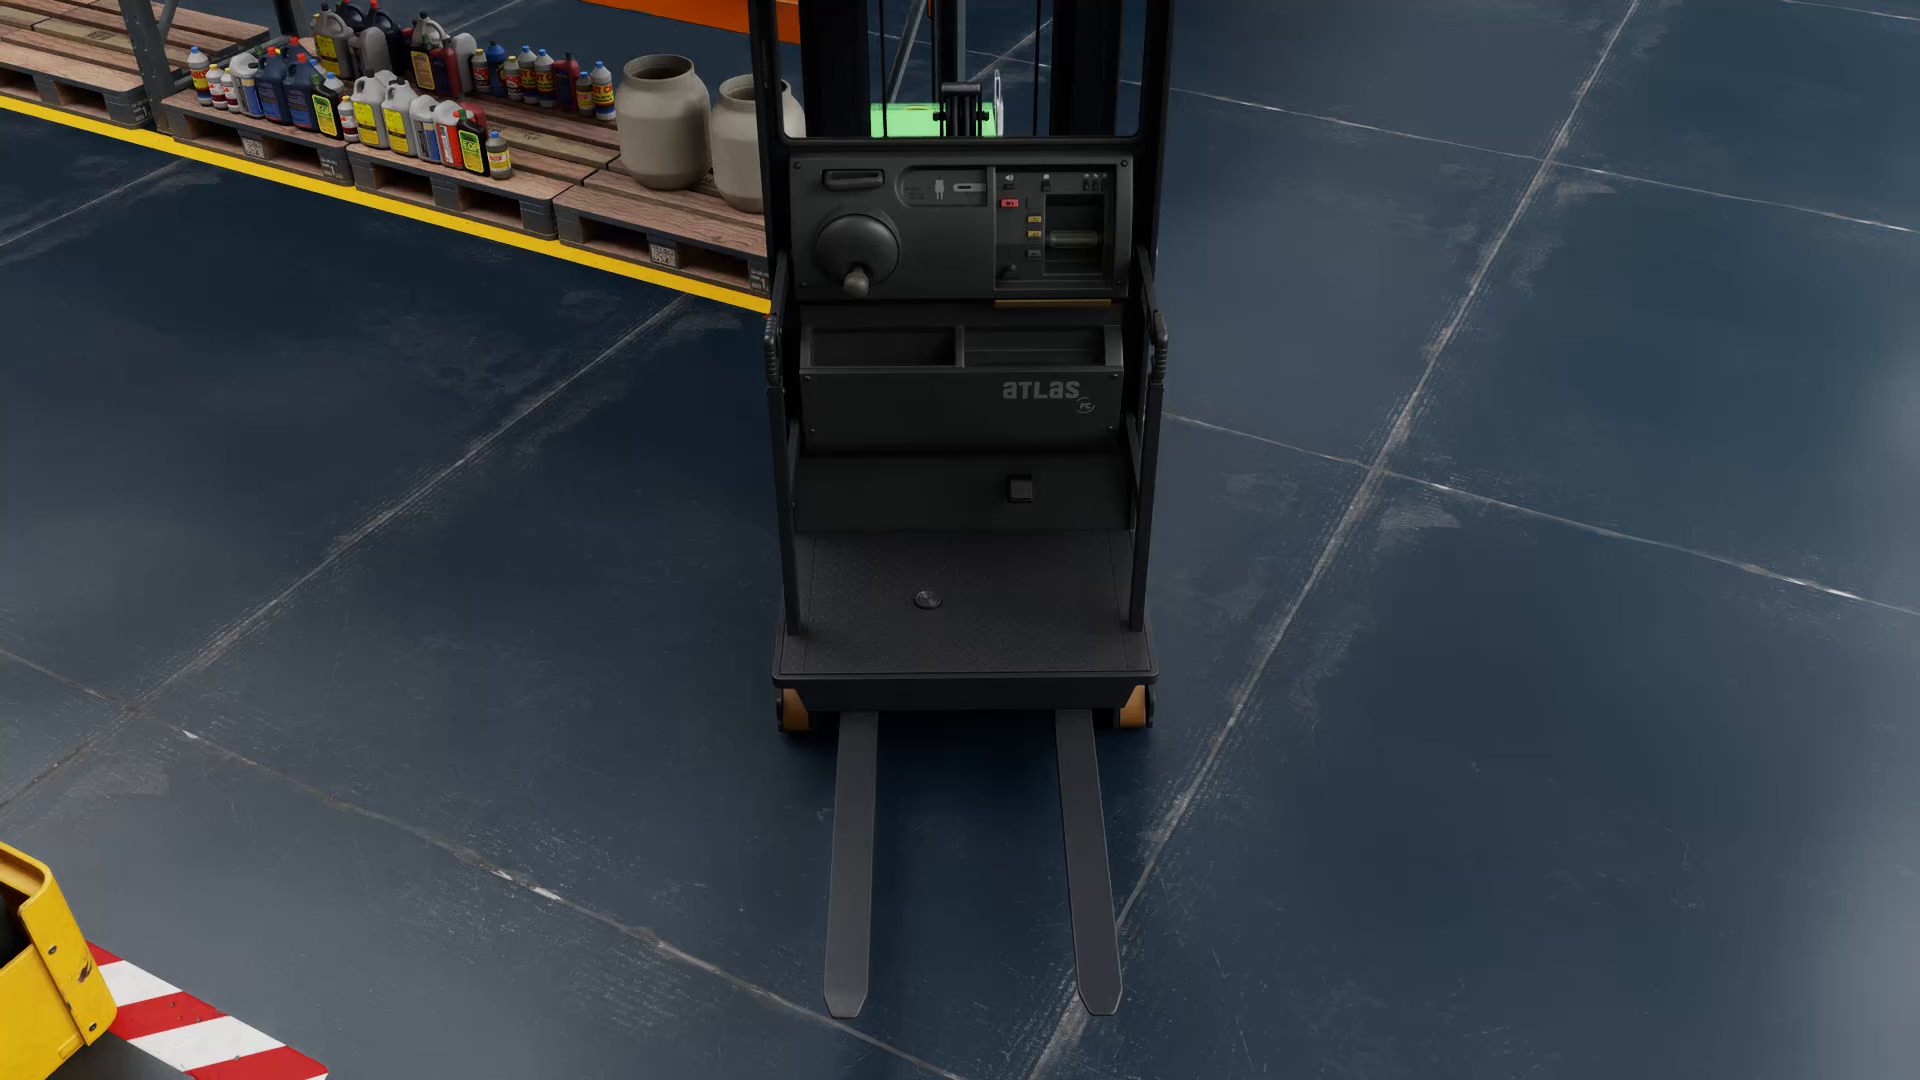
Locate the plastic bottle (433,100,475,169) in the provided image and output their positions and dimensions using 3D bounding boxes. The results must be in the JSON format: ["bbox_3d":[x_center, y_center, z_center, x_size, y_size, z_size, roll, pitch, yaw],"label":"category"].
[{"bbox_3d":[-2.301,-1.862,7.611,0.135,0.276,0.152,18,41,22],"label":"plastic bottle"}]

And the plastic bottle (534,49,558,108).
[{"bbox_3d":[-2.028,-2.267,8.148,0.097,0.271,0.097,0,37,0],"label":"plastic bottle"}]

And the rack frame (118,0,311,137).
[{"bbox_3d":[-3.809,-3.524,7.911,0.127,3.000,1.000,17,41,21],"label":"rack frame"}]

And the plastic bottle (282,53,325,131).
[{"bbox_3d":[-3.116,-2.144,7.921,0.185,0.351,0.144,16,40,20],"label":"plastic bottle"}]

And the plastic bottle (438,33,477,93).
[{"bbox_3d":[-2.505,-2.399,8.319,0.135,0.276,0.152,18,41,22],"label":"plastic bottle"}]

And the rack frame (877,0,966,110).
[{"bbox_3d":[-0.257,-2.412,6.446,0.127,3.000,1.000,17,41,21],"label":"rack frame"}]

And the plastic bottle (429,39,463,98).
[{"bbox_3d":[-2.553,-2.345,8.241,0.133,0.283,0.061,17,41,21],"label":"plastic bottle"}]

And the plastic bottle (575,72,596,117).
[{"bbox_3d":[-1.816,-2.172,8.082,0.097,0.201,0.097,0,37,0],"label":"plastic bottle"}]

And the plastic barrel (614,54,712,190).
[{"bbox_3d":[-1.322,-1.869,7.442,0.421,0.512,0.421,0,37,0],"label":"plastic barrel"}]

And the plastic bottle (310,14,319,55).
[{"bbox_3d":[-3.344,-2.651,8.712,0.097,0.201,0.097,0,37,0],"label":"plastic bottle"}]

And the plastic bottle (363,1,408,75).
[{"bbox_3d":[-2.934,-2.566,8.477,0.185,0.351,0.144,15,40,19],"label":"plastic bottle"}]

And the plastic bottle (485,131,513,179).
[{"bbox_3d":[-2.090,-1.748,7.522,0.097,0.201,0.097,0,37,0],"label":"plastic bottle"}]

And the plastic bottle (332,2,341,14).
[{"bbox_3d":[-3.230,-2.660,8.657,0.133,0.283,0.061,19,41,24],"label":"plastic bottle"}]

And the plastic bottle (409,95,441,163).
[{"bbox_3d":[-2.424,-1.901,7.662,0.135,0.276,0.152,16,40,20],"label":"plastic bottle"}]

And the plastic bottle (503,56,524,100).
[{"bbox_3d":[-2.205,-2.294,8.242,0.097,0.201,0.097,0,37,0],"label":"plastic bottle"}]

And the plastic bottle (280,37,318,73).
[{"bbox_3d":[-3.217,-2.274,8.092,0.185,0.351,0.144,17,41,21],"label":"plastic bottle"}]

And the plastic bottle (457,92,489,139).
[{"bbox_3d":[-2.252,-1.922,7.684,0.133,0.283,0.061,17,41,21],"label":"plastic bottle"}]

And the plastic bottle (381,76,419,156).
[{"bbox_3d":[-2.573,-1.974,7.697,0.185,0.351,0.144,19,41,23],"label":"plastic bottle"}]

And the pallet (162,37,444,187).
[{"bbox_3d":[-3.232,-2.204,8.479,1.213,0.211,1.003,17,41,21],"label":"pallet"}]

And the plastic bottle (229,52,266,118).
[{"bbox_3d":[-3.428,-2.215,8.076,0.135,0.276,0.152,19,41,23],"label":"plastic bottle"}]

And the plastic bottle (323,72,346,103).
[{"bbox_3d":[-2.968,-2.092,7.918,0.097,0.271,0.097,0,37,0],"label":"plastic bottle"}]

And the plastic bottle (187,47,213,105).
[{"bbox_3d":[-3.728,-2.288,8.176,0.097,0.271,0.097,0,37,0],"label":"plastic bottle"}]

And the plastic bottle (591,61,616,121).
[{"bbox_3d":[-1.724,-2.172,8.023,0.097,0.271,0.097,0,37,0],"label":"plastic bottle"}]

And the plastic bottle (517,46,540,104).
[{"bbox_3d":[-2.117,-2.295,8.185,0.097,0.271,0.097,0,37,0],"label":"plastic bottle"}]

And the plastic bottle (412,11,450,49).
[{"bbox_3d":[-2.647,-2.476,8.359,0.185,0.351,0.144,17,40,21],"label":"plastic bottle"}]

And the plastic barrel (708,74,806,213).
[{"bbox_3d":[-0.877,-1.730,7.258,0.421,0.512,0.421,0,37,0],"label":"plastic barrel"}]

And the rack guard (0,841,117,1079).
[{"bbox_3d":[-2.517,1.249,3.691,0.348,0.500,1.175,17,41,21],"label":"rack guard"}]

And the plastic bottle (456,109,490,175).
[{"bbox_3d":[-2.202,-1.803,7.527,0.133,0.283,0.061,18,41,23],"label":"plastic bottle"}]

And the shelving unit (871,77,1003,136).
[{"bbox_3d":[-0.107,-1.102,6.209,0.503,1.200,0.258,-1,37,-1],"label":"shelving unit"}]

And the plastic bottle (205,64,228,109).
[{"bbox_3d":[-3.637,-2.232,8.160,0.097,0.201,0.097,0,37,0],"label":"plastic bottle"}]

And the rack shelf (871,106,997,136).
[{"bbox_3d":[-0.107,-1.433,5.957,0.480,0.148,0.258,-1,37,-1],"label":"rack shelf"}]

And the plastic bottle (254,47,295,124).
[{"bbox_3d":[-3.283,-2.197,7.990,0.185,0.351,0.144,18,41,23],"label":"plastic bottle"}]

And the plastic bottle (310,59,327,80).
[{"bbox_3d":[-3.099,-2.190,8.046,0.097,0.271,0.097,0,37,0],"label":"plastic bottle"}]

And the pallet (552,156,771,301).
[{"bbox_3d":[-1.065,-1.526,7.585,1.213,0.211,1.003,17,41,21],"label":"pallet"}]

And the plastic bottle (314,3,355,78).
[{"bbox_3d":[-3.171,-2.542,8.445,0.185,0.351,0.144,17,41,21],"label":"plastic bottle"}]

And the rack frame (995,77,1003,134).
[{"bbox_3d":[0.137,-1.105,6.214,0.015,1.200,0.240,-1,37,-1],"label":"rack frame"}]

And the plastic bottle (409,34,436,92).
[{"bbox_3d":[-2.672,-2.387,8.297,0.133,0.283,0.061,17,41,21],"label":"plastic bottle"}]

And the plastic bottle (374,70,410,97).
[{"bbox_3d":[-2.692,-2.083,7.902,0.135,0.276,0.152,17,41,21],"label":"plastic bottle"}]

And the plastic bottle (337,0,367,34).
[{"bbox_3d":[-3.105,-2.620,8.547,0.185,0.351,0.144,16,40,20],"label":"plastic bottle"}]

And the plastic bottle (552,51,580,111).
[{"bbox_3d":[-1.916,-2.249,8.115,0.133,0.283,0.061,18,41,22],"label":"plastic bottle"}]

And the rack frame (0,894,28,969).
[{"bbox_3d":[-2.538,0.247,2.944,0.127,3.000,1.000,17,41,21],"label":"rack frame"}]

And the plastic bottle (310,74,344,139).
[{"bbox_3d":[-2.988,-2.049,7.851,0.133,0.283,0.061,19,41,23],"label":"plastic bottle"}]

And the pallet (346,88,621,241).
[{"bbox_3d":[-2.144,-1.865,8.033,1.213,0.211,1.003,17,41,21],"label":"pallet"}]

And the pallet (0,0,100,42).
[{"bbox_3d":[-5.612,-2.949,9.461,1.213,0.211,1.003,17,41,21],"label":"pallet"}]

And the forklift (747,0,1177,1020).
[{"bbox_3d":[0.009,-0.786,4.362,1.130,2.935,3.031,-1,37,-1],"label":"forklift"}]

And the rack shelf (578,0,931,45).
[{"bbox_3d":[-2.033,-2.681,7.396,4.000,0.370,1.077,17,41,21],"label":"rack shelf"}]

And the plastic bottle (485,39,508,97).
[{"bbox_3d":[-2.297,-2.351,8.259,0.097,0.271,0.097,0,37,0],"label":"plastic bottle"}]

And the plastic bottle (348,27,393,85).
[{"bbox_3d":[-2.980,-2.450,8.386,0.135,0.276,0.152,17,41,21],"label":"plastic bottle"}]

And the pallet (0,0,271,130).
[{"bbox_3d":[-4.524,-2.611,9.015,1.213,0.211,1.003,17,41,21],"label":"pallet"}]

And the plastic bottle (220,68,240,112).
[{"bbox_3d":[-3.547,-2.204,8.123,0.097,0.201,0.097,0,37,0],"label":"plastic bottle"}]

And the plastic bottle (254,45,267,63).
[{"bbox_3d":[-3.380,-2.275,8.149,0.133,0.283,0.061,17,41,21],"label":"plastic bottle"}]

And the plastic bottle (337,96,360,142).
[{"bbox_3d":[-2.875,-1.993,7.846,0.097,0.201,0.097,0,37,0],"label":"plastic bottle"}]

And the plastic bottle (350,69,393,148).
[{"bbox_3d":[-2.738,-2.026,7.765,0.185,0.351,0.144,17,40,21],"label":"plastic bottle"}]

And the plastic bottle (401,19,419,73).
[{"bbox_3d":[-2.770,-2.516,8.467,0.133,0.283,0.061,20,42,24],"label":"plastic bottle"}]

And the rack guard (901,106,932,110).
[{"bbox_3d":[-0.346,-1.412,7.196,0.348,0.500,1.175,17,41,21],"label":"rack guard"}]

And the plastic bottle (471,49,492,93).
[{"bbox_3d":[-2.387,-2.352,8.318,0.097,0.201,0.097,0,37,0],"label":"plastic bottle"}]
